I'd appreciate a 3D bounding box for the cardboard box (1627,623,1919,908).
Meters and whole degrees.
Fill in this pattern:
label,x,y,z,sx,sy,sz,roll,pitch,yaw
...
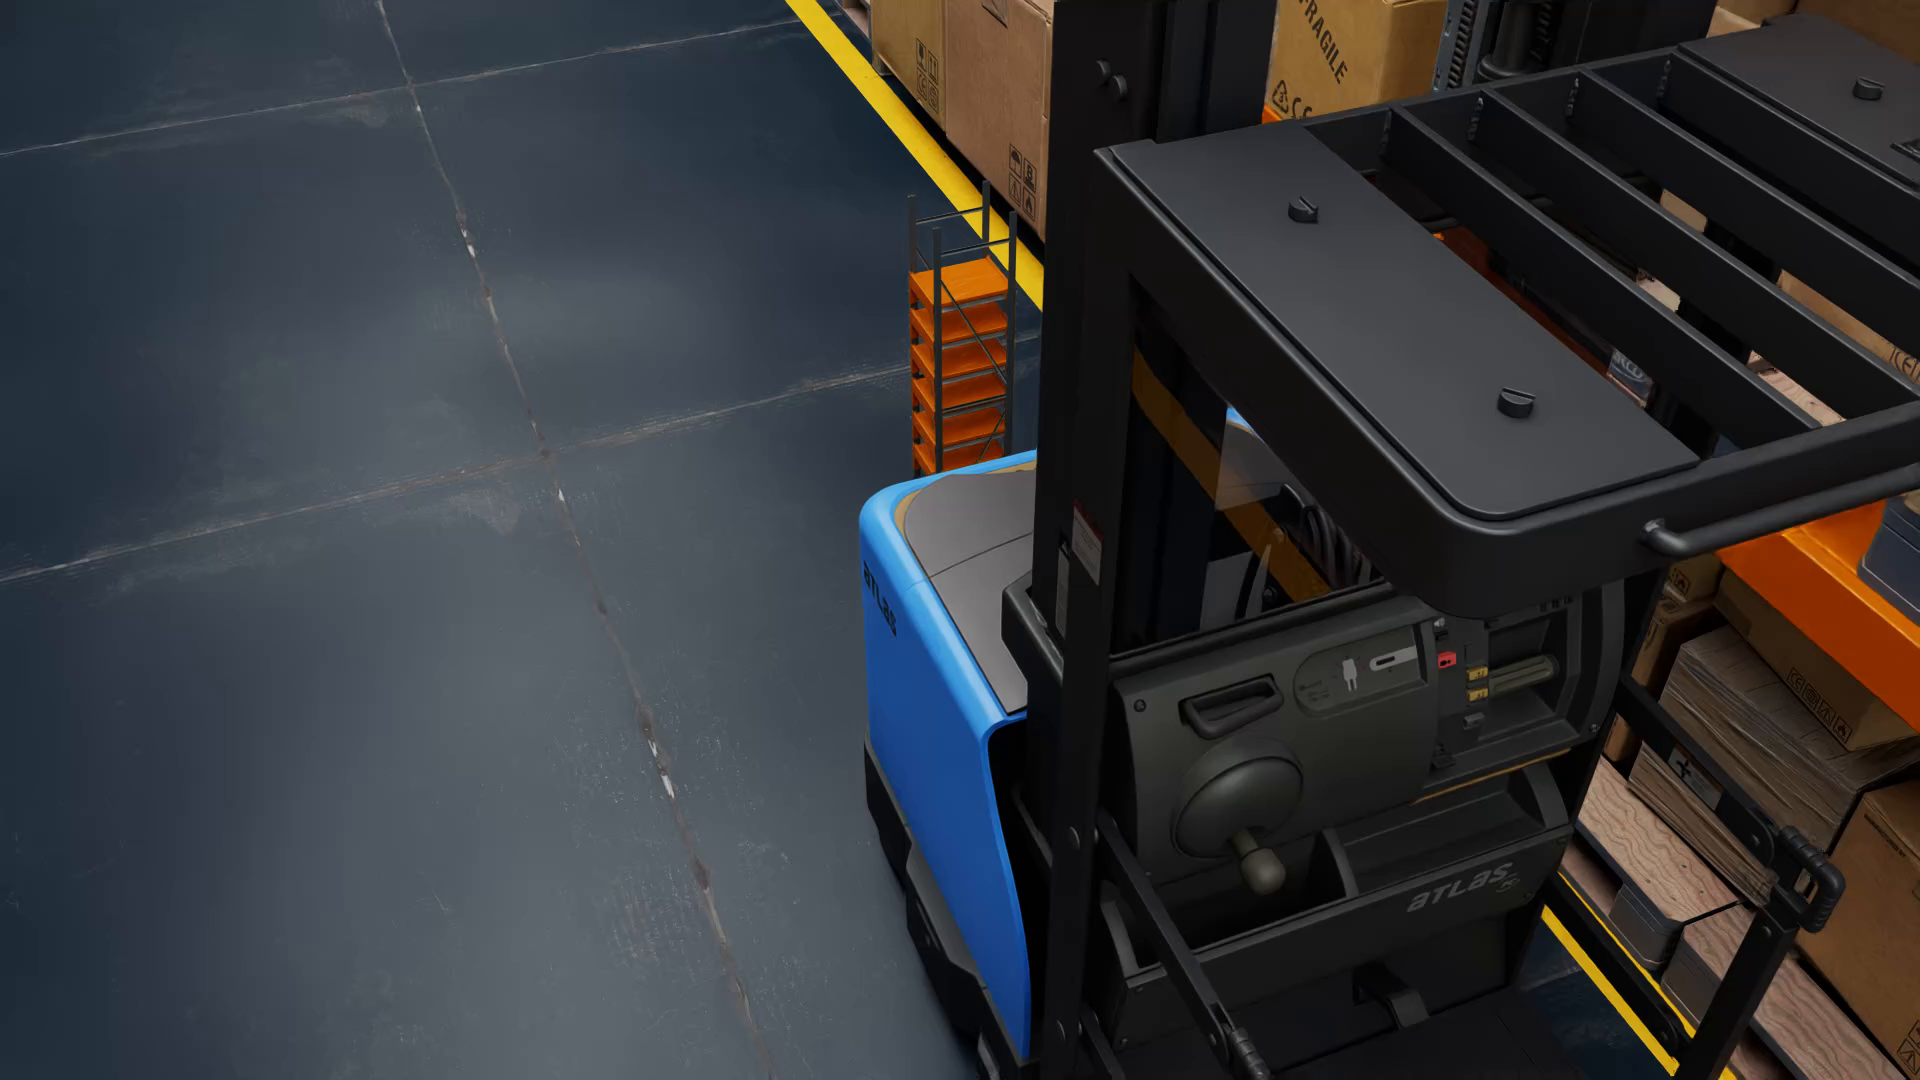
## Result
label,x,y,z,sx,sy,sz,roll,pitch,yaw
cardboard box,2.100,0.469,3.984,0.700,0.500,0.500,-19,44,-20

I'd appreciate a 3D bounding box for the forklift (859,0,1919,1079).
label,x,y,z,sx,sy,sz,roll,pitch,yaw
forklift,0.774,0.369,2.572,1.130,2.935,3.031,-15,43,-16

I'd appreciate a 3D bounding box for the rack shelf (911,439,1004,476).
label,x,y,z,sx,sy,sz,roll,pitch,yaw
rack shelf,0.006,-0.231,5.034,0.258,0.103,0.180,-15,43,-17

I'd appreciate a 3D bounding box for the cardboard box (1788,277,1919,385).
label,x,y,z,sx,sy,sz,roll,pitch,yaw
cardboard box,2.151,-0.612,3.262,0.700,0.500,0.500,-9,42,-11

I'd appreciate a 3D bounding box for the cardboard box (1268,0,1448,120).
label,x,y,z,sx,sy,sz,roll,pitch,yaw
cardboard box,1.184,-1.315,4.402,0.500,0.500,0.500,-14,43,-16

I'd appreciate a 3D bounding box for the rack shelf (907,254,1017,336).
label,x,y,z,sx,sy,sz,roll,pitch,yaw
rack shelf,0.006,-0.685,4.643,0.258,0.103,0.180,-15,43,-17

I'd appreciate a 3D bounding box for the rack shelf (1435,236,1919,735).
label,x,y,z,sx,sy,sz,roll,pitch,yaw
rack shelf,2.367,0.436,2.994,1.077,0.370,4.000,-15,43,-17

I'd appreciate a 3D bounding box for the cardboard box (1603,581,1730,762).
label,x,y,z,sx,sy,sz,roll,pitch,yaw
cardboard box,1.876,0.138,4.368,0.700,0.500,0.500,-17,44,-19

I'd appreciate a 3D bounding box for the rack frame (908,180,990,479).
label,x,y,z,sx,sy,sz,roll,pitch,yaw
rack frame,-0.029,-0.501,4.913,0.240,1.200,0.006,-15,43,-17

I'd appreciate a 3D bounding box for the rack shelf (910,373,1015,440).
label,x,y,z,sx,sy,sz,roll,pitch,yaw
rack shelf,0.006,-0.413,4.878,0.258,0.103,0.180,-15,43,-17

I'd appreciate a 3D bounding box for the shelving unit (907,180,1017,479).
label,x,y,z,sx,sy,sz,roll,pitch,yaw
shelving unit,0.006,-0.446,4.849,0.258,1.200,0.189,-15,43,-17

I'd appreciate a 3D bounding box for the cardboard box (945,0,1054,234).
label,x,y,z,sx,sy,sz,roll,pitch,yaw
cardboard box,0.677,-1.886,6.450,1.225,0.875,0.875,-17,43,-18

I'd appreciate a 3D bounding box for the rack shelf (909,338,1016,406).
label,x,y,z,sx,sy,sz,roll,pitch,yaw
rack shelf,0.006,-0.504,4.799,0.258,0.103,0.180,-15,43,-17

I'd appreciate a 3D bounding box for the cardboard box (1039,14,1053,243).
label,x,y,z,sx,sy,sz,roll,pitch,yaw
cardboard box,1.023,-1.355,5.832,1.225,0.875,0.875,-15,43,-17

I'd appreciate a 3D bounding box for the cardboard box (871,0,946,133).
label,x,y,z,sx,sy,sz,roll,pitch,yaw
cardboard box,0.334,-2.424,7.076,1.225,0.875,0.875,-15,43,-17

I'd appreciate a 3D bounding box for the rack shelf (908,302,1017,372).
label,x,y,z,sx,sy,sz,roll,pitch,yaw
rack shelf,0.006,-0.594,4.721,0.258,0.103,0.180,-15,43,-17

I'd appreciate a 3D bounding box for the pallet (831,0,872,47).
label,x,y,z,sx,sy,sz,roll,pitch,yaw
pallet,-0.148,-2.871,8.427,1.003,0.211,1.213,-15,43,-17

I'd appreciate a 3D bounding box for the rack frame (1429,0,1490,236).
label,x,y,z,sx,sy,sz,roll,pitch,yaw
rack frame,1.601,-1.041,4.160,1.000,3.000,0.127,-15,43,-17

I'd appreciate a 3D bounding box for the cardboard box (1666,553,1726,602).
label,x,y,z,sx,sy,sz,roll,pitch,yaw
cardboard box,1.885,-0.149,4.127,0.500,0.250,0.500,-13,42,-15

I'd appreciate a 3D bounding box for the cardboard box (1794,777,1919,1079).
label,x,y,z,sx,sy,sz,roll,pitch,yaw
cardboard box,2.324,0.809,3.588,0.700,0.500,0.500,-12,42,-13

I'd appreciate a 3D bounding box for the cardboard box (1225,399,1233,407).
label,x,y,z,sx,sy,sz,roll,pitch,yaw
cardboard box,1.357,-0.816,5.206,1.225,0.875,0.875,-17,44,-19

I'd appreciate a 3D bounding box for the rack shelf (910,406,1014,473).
label,x,y,z,sx,sy,sz,roll,pitch,yaw
rack shelf,0.006,-0.322,4.956,0.258,0.103,0.180,-15,43,-17

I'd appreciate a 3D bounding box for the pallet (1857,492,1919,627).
label,x,y,z,sx,sy,sz,roll,pitch,yaw
pallet,2.397,0.214,2.848,1.003,0.211,1.213,-15,43,-17

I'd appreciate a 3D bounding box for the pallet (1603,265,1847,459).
label,x,y,z,sx,sy,sz,roll,pitch,yaw
pallet,1.972,-0.566,3.755,1.213,0.211,1.003,-15,43,-17

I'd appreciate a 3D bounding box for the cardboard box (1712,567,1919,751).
label,x,y,z,sx,sy,sz,roll,pitch,yaw
cardboard box,2.098,0.168,3.758,0.500,0.250,0.500,-11,42,-12

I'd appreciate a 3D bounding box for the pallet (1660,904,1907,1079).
label,x,y,z,sx,sy,sz,roll,pitch,yaw
pallet,2.362,1.221,3.668,1.003,0.211,1.213,-15,43,-17

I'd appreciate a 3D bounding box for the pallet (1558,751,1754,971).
label,x,y,z,sx,sy,sz,roll,pitch,yaw
pallet,1.899,0.487,4.522,1.003,0.211,1.213,-15,43,-17

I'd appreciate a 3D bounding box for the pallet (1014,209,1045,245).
label,x,y,z,sx,sy,sz,roll,pitch,yaw
pallet,0.906,-1.212,6.497,1.003,0.211,1.213,-15,43,-17

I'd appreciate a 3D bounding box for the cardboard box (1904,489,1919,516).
label,x,y,z,sx,sy,sz,roll,pitch,yaw
cardboard box,2.030,-0.077,2.832,0.500,0.250,0.500,-16,43,-18

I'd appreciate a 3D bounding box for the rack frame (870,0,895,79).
label,x,y,z,sx,sy,sz,roll,pitch,yaw
rack frame,0.071,-3.451,6.963,1.000,3.000,0.127,-15,43,-17

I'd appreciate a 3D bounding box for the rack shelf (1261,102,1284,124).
label,x,y,z,sx,sy,sz,roll,pitch,yaw
rack shelf,0.836,-1.973,5.796,1.077,0.370,4.000,-15,43,-17

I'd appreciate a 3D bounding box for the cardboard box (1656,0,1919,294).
label,x,y,z,sx,sy,sz,roll,pitch,yaw
cardboard box,1.845,-0.923,3.624,0.500,0.500,0.500,-20,45,-22

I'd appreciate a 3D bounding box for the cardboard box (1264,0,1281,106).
label,x,y,z,sx,sy,sz,roll,pitch,yaw
cardboard box,0.998,-1.617,4.753,0.500,0.500,0.500,-15,43,-17

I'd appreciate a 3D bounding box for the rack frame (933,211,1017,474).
label,x,y,z,sx,sy,sz,roll,pitch,yaw
rack frame,0.041,-0.391,4.785,0.240,1.200,0.006,-15,43,-17
